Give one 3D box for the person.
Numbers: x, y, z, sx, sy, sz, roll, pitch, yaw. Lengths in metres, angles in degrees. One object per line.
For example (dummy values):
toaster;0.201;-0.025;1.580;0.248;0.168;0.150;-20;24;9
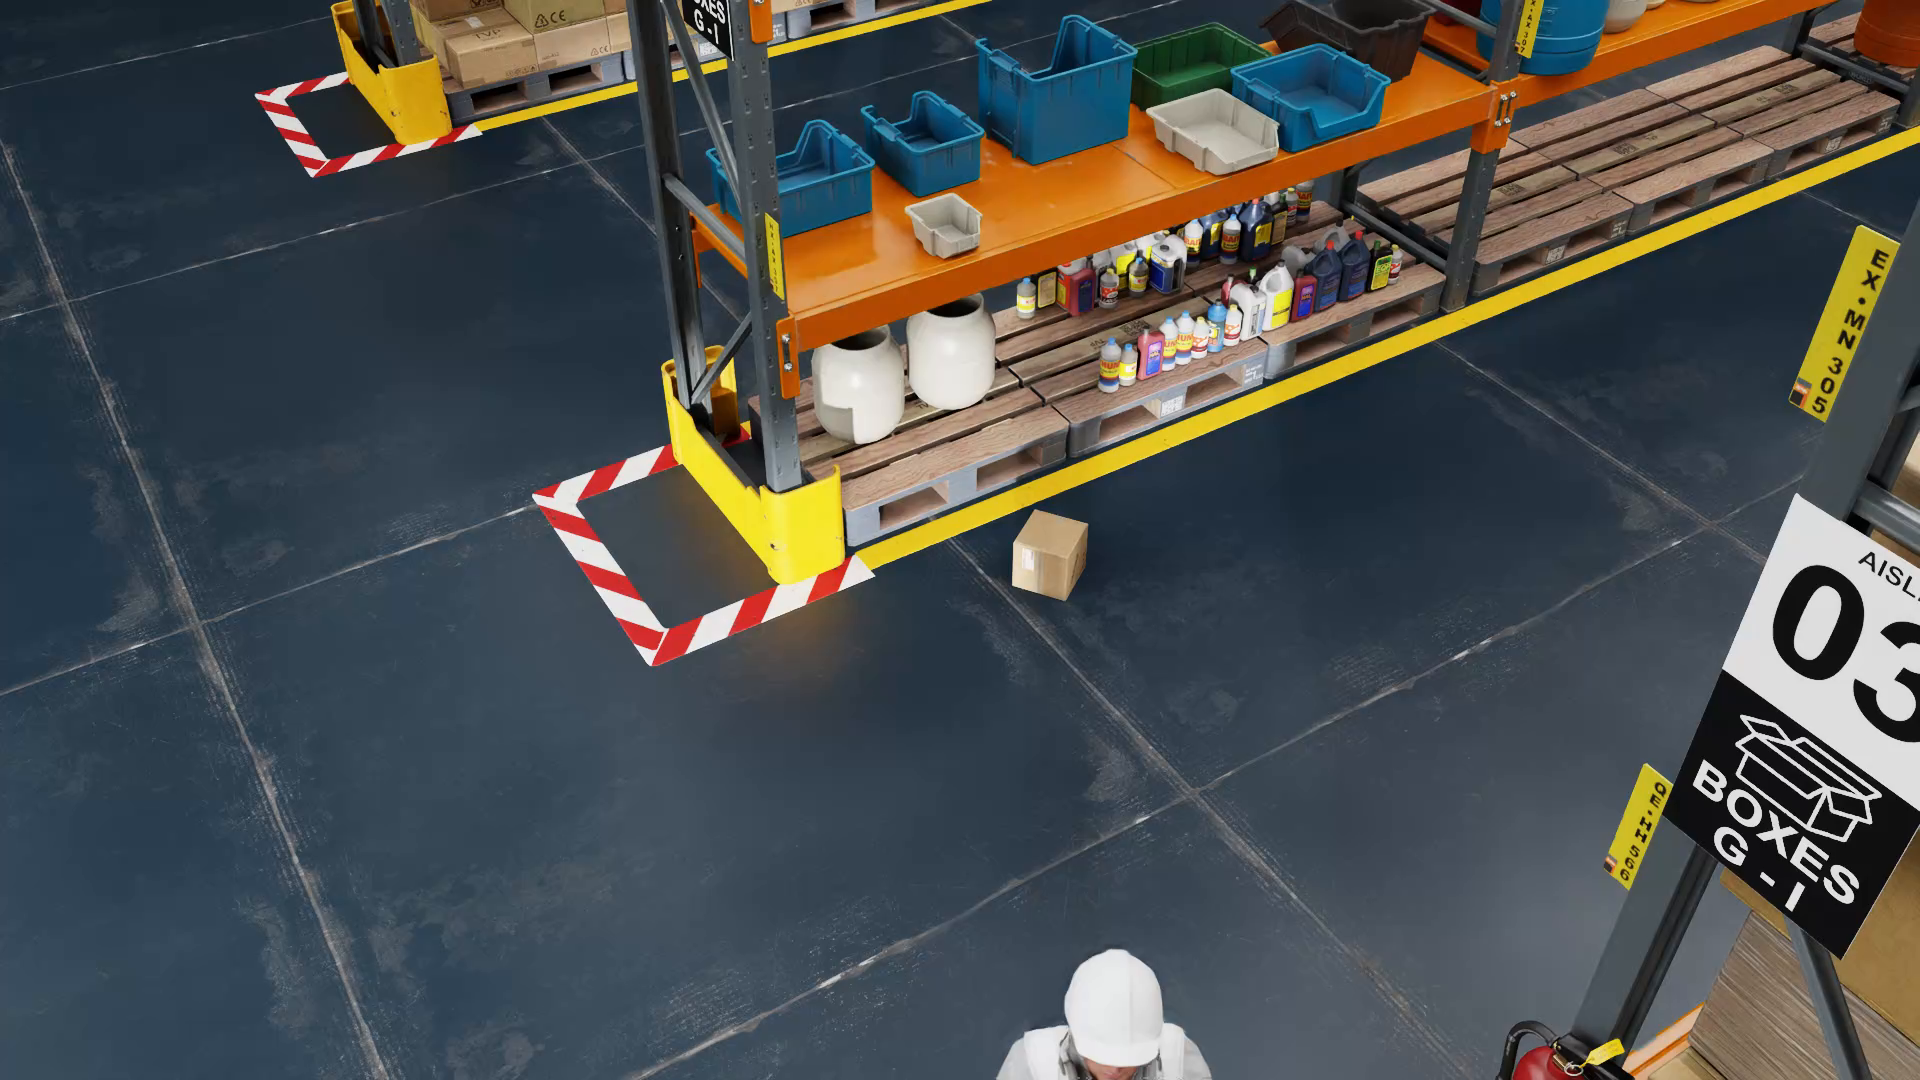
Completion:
person;0.351;1.685;4.162;0.542;1.808;0.529;-4;41;-5
